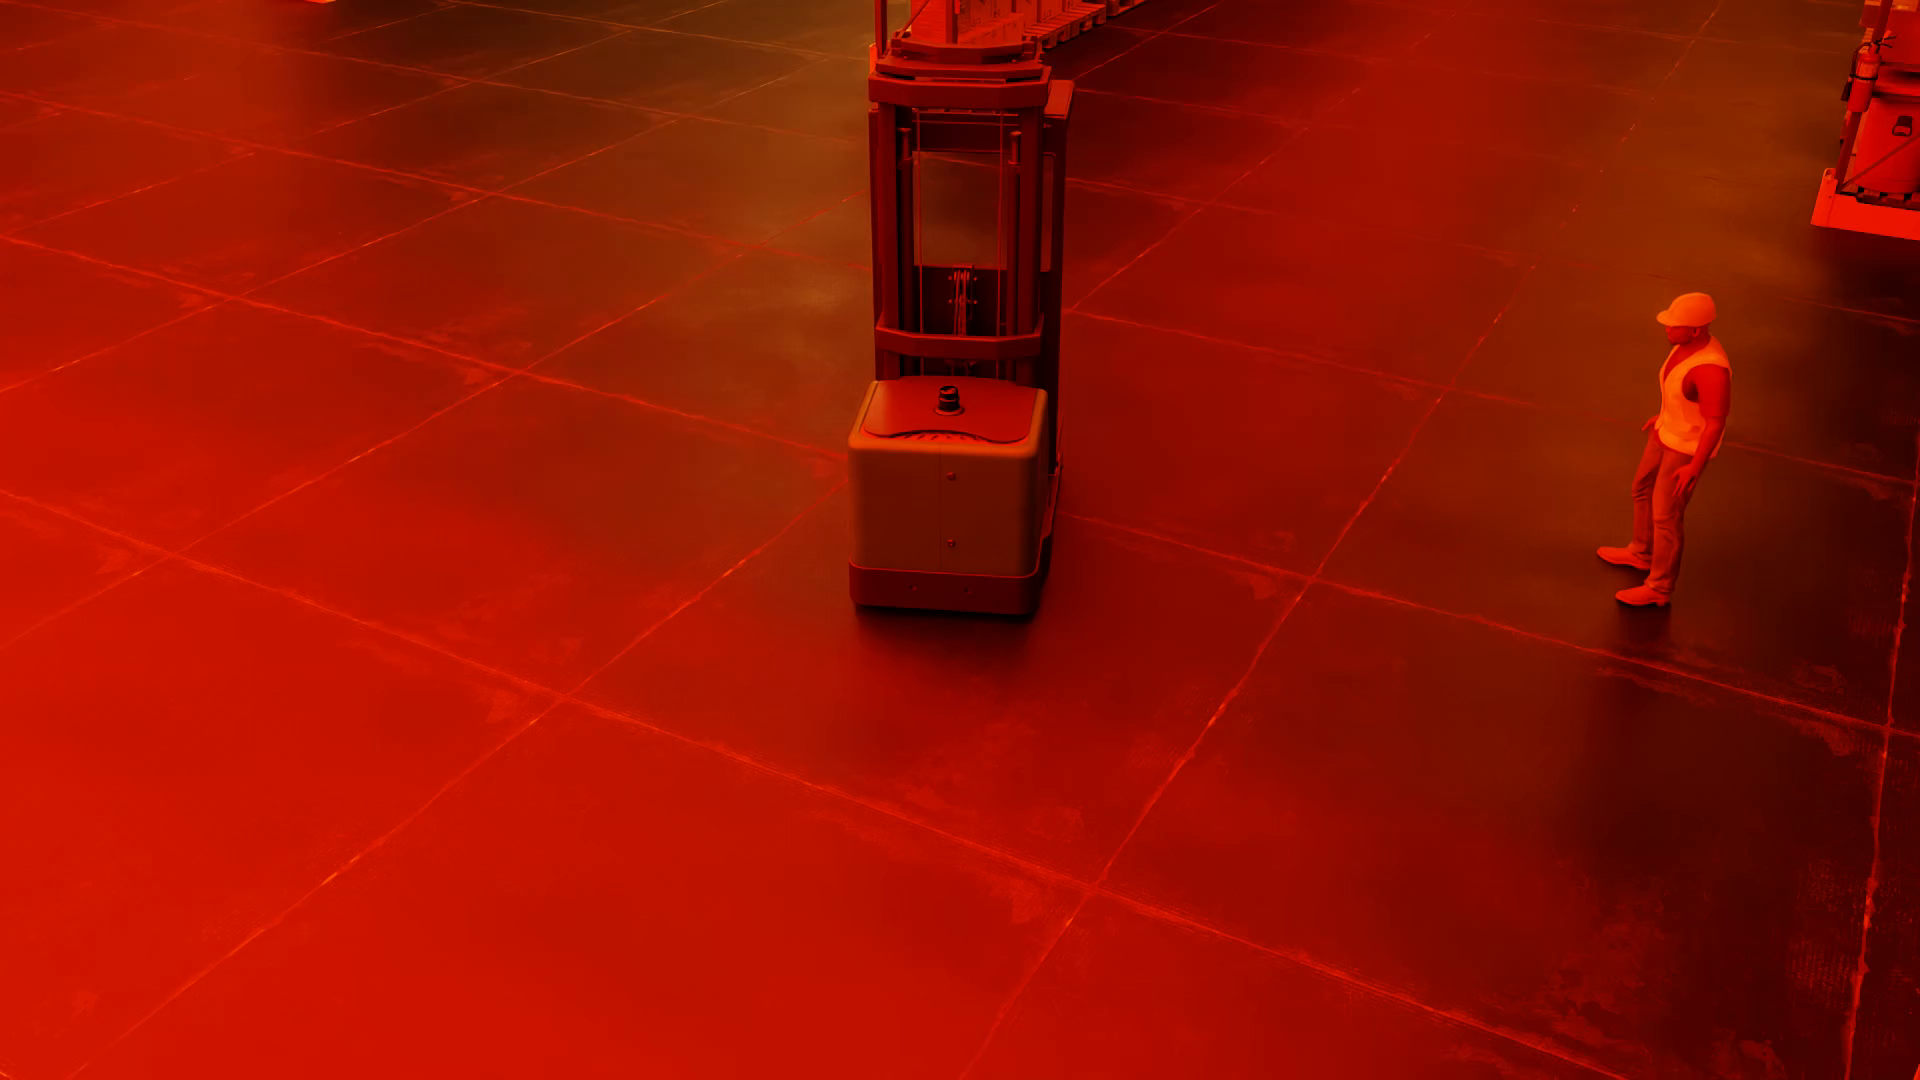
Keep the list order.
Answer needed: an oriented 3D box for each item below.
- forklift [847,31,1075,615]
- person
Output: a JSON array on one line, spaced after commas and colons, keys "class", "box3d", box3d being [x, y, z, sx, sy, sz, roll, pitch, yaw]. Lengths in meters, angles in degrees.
[{"class": "forklift", "box3d": [0.072, -1.572, 9.794, 1.130, 2.935, 3.031, 3, 30, 6]}, {"class": "person", "box3d": [3.931, -0.542, 9.182, 0.451, 1.762, 0.692, 4, 30, 7]}]
